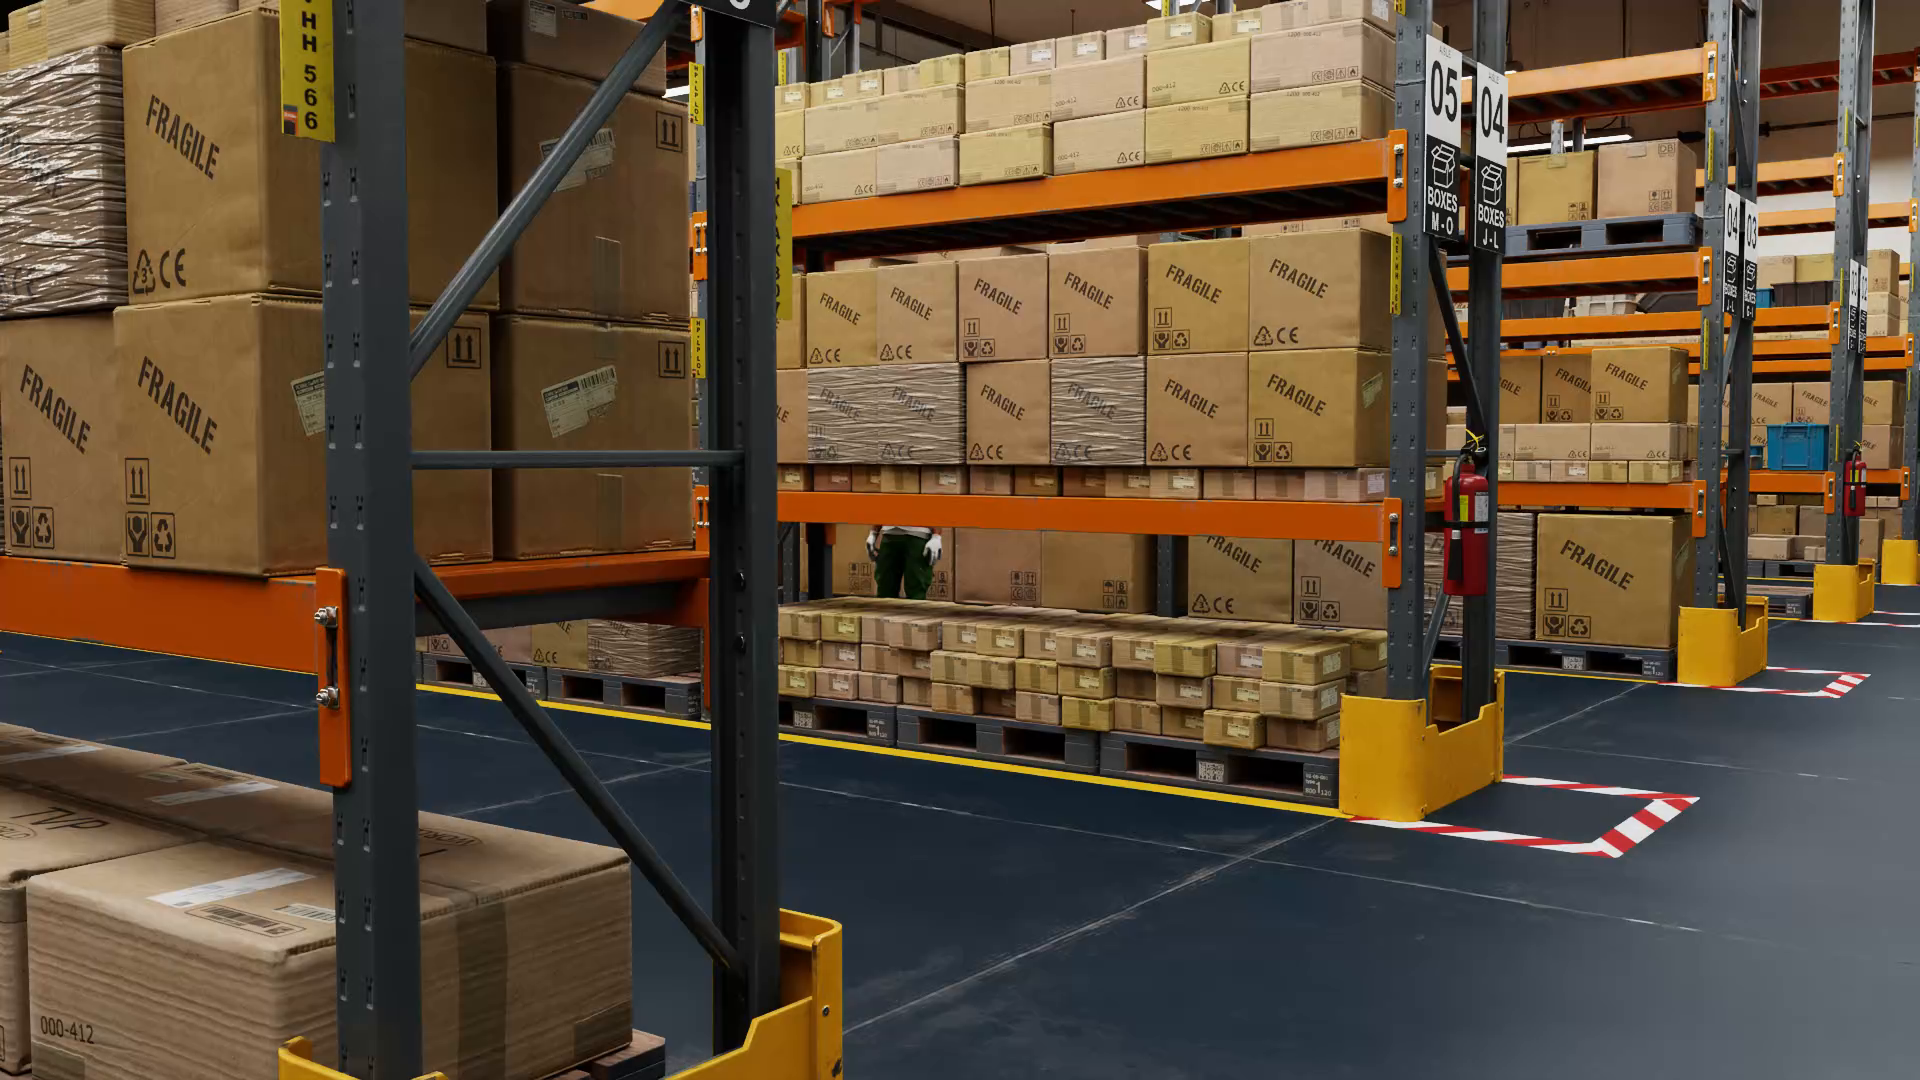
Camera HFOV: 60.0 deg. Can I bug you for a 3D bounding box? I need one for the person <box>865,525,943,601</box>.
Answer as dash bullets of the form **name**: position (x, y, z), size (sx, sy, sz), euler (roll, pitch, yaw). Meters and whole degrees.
- **person**: position (-0.386, 0.008, 11.568), size (0.615, 1.778, 0.453), euler (2, 4, 32)
